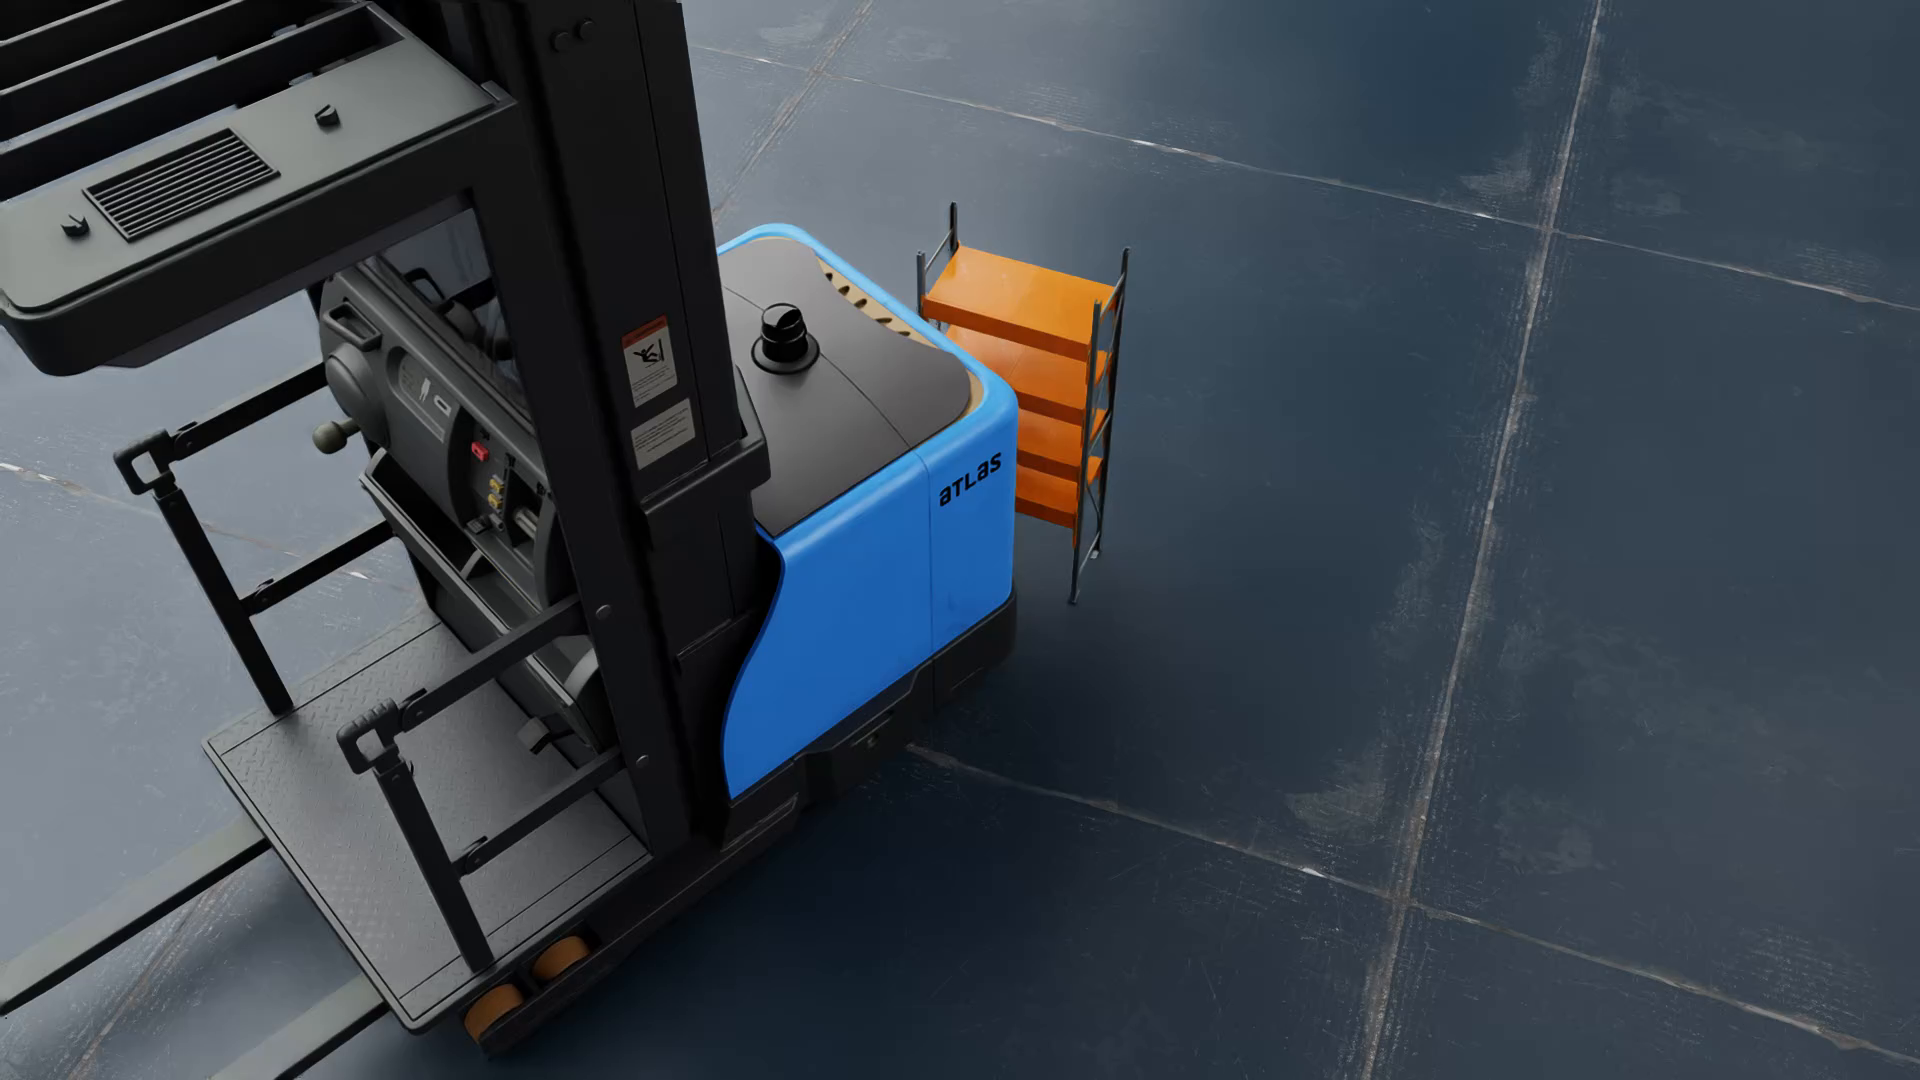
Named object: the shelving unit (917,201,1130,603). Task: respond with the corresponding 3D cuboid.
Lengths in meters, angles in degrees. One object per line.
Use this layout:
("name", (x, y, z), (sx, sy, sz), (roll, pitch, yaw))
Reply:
("shelving unit", (0.165, -0.356, 4.765), (0.503, 1.200, 0.258), (18, 51, 15))

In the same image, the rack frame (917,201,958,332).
("rack frame", (-0.060, -0.428, 4.827), (0.015, 1.200, 0.240), (18, 51, 15))

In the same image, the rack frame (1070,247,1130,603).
("rack frame", (0.390, -0.285, 4.703), (0.015, 1.200, 0.240), (18, 51, 15))

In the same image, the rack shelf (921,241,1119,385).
("rack shelf", (0.165, -0.614, 4.468), (0.480, 0.148, 0.258), (18, 51, 15))

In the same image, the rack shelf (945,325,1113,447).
("rack shelf", (0.165, -0.459, 4.647), (0.480, 0.148, 0.258), (18, 51, 15))

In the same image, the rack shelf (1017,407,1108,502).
("rack shelf", (0.165, -0.312, 4.816), (0.480, 0.148, 0.258), (18, 51, 15))

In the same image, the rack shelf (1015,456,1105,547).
("rack shelf", (0.165, -0.182, 4.966), (0.480, 0.148, 0.258), (18, 51, 15))

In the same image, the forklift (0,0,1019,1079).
("forklift", (-1.266, -0.144, 3.435), (3.031, 2.935, 1.130), (-35, 57, -26))
